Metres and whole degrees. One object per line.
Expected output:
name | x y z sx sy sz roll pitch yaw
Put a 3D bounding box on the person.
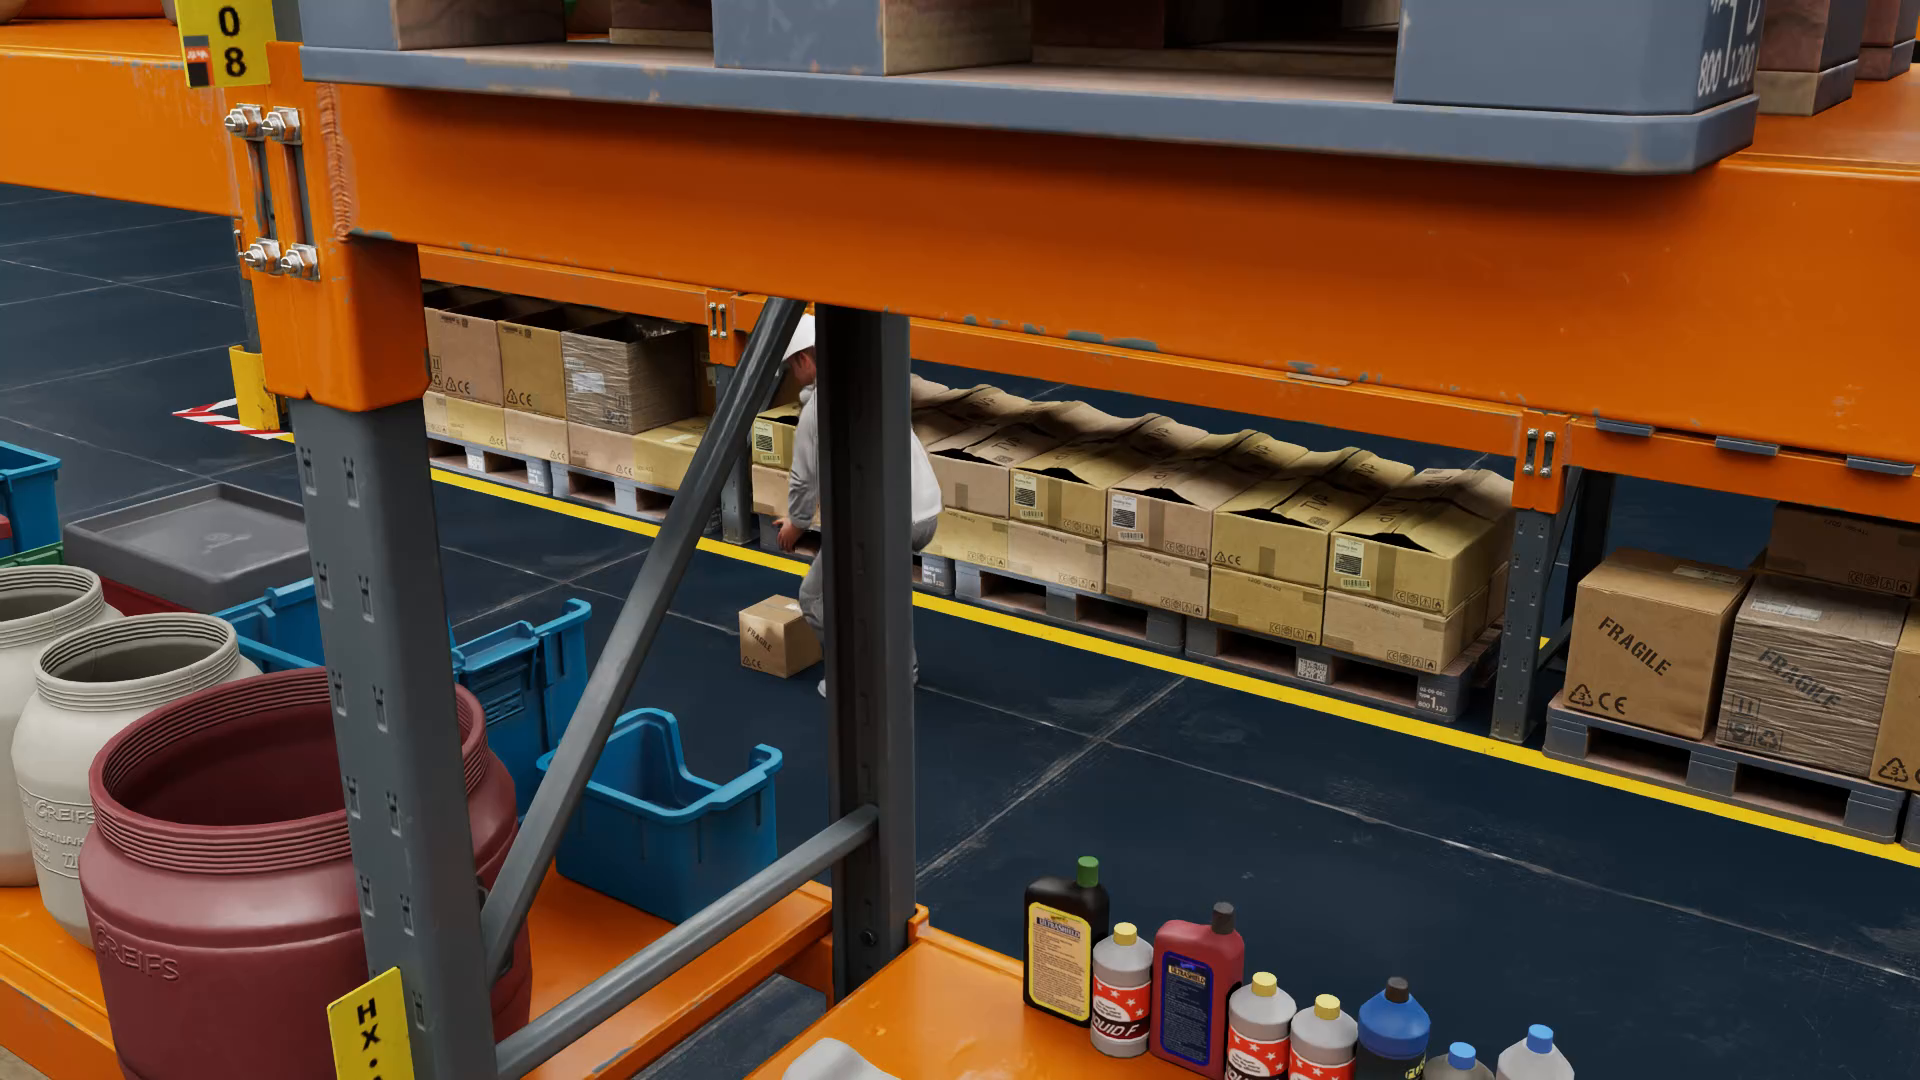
person | -0.430 -0.108 6.666 0.671 1.559 0.588 13 24 32
